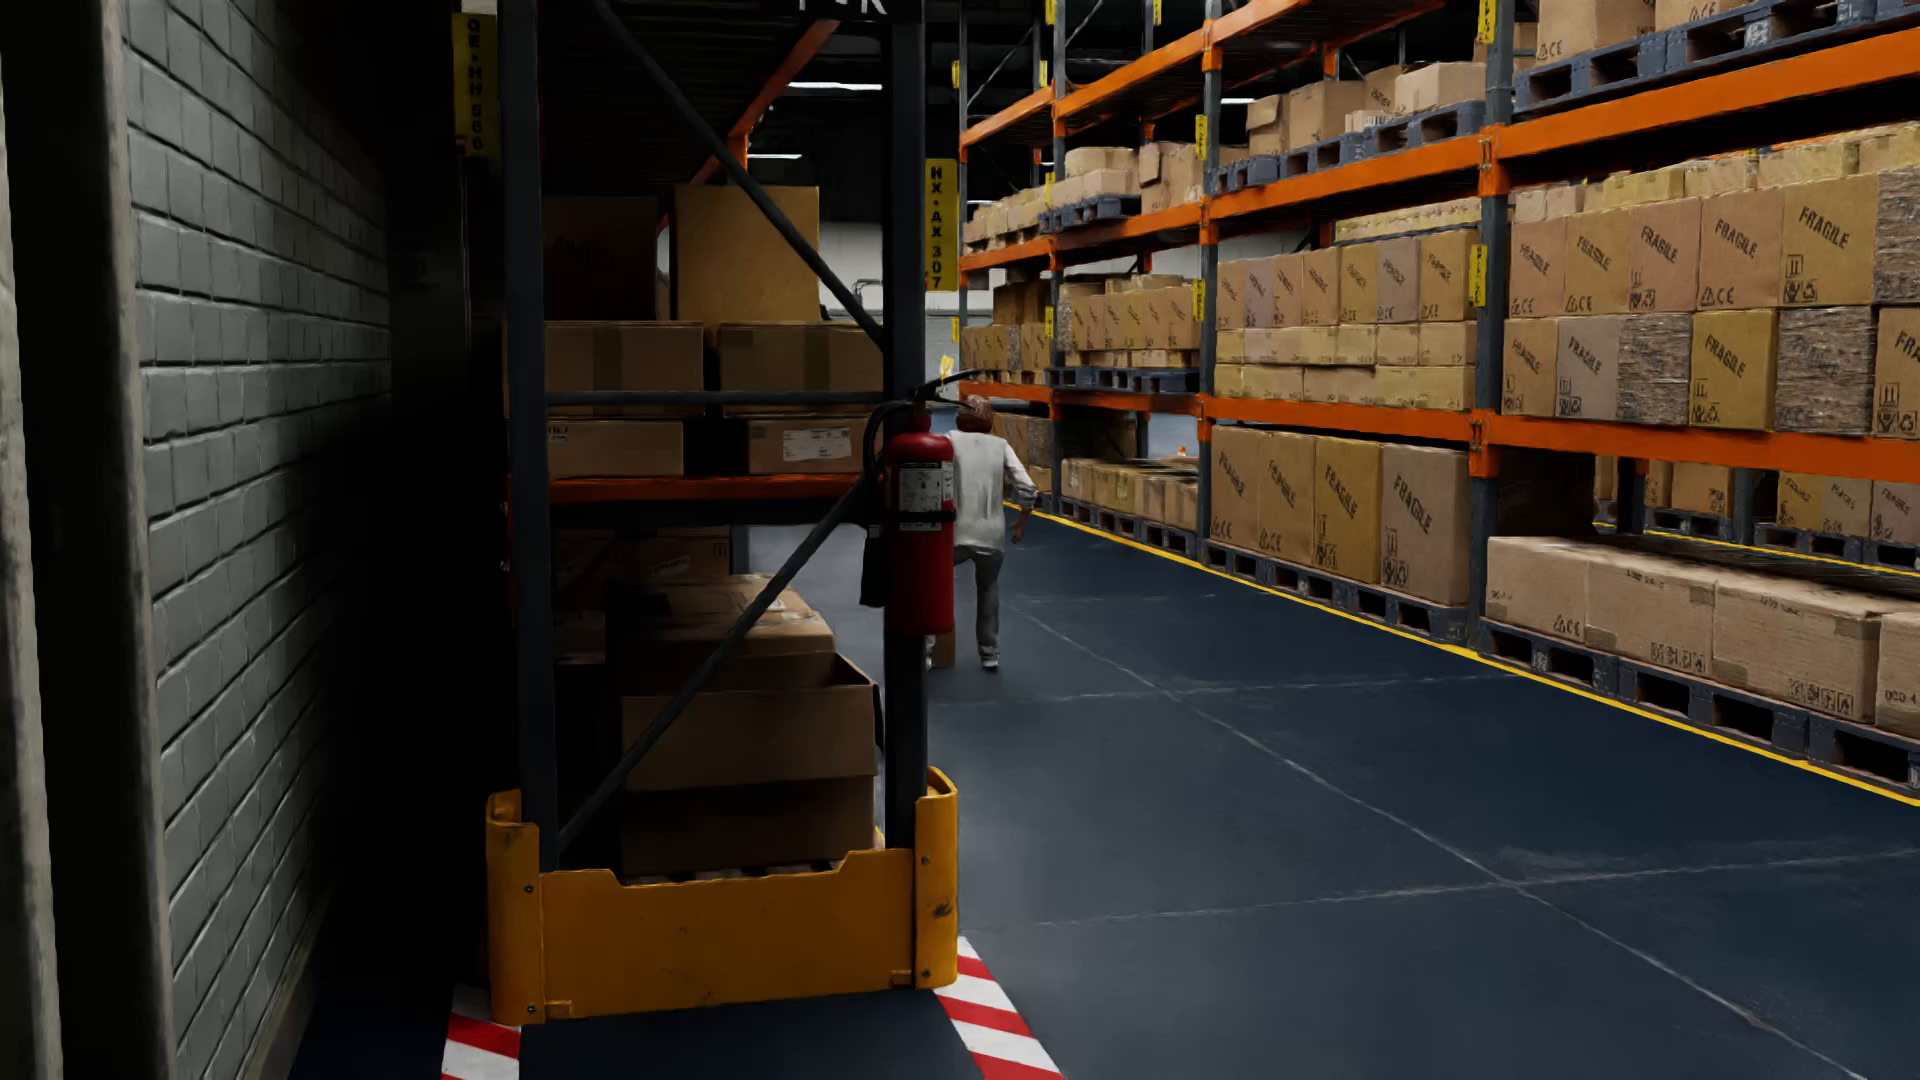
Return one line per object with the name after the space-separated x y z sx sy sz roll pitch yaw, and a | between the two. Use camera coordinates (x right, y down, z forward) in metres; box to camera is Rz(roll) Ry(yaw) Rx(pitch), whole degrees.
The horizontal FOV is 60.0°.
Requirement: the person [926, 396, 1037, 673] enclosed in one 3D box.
0.040 -0.013 8.417 0.656 1.416 0.687 -1 6 -8 | person
